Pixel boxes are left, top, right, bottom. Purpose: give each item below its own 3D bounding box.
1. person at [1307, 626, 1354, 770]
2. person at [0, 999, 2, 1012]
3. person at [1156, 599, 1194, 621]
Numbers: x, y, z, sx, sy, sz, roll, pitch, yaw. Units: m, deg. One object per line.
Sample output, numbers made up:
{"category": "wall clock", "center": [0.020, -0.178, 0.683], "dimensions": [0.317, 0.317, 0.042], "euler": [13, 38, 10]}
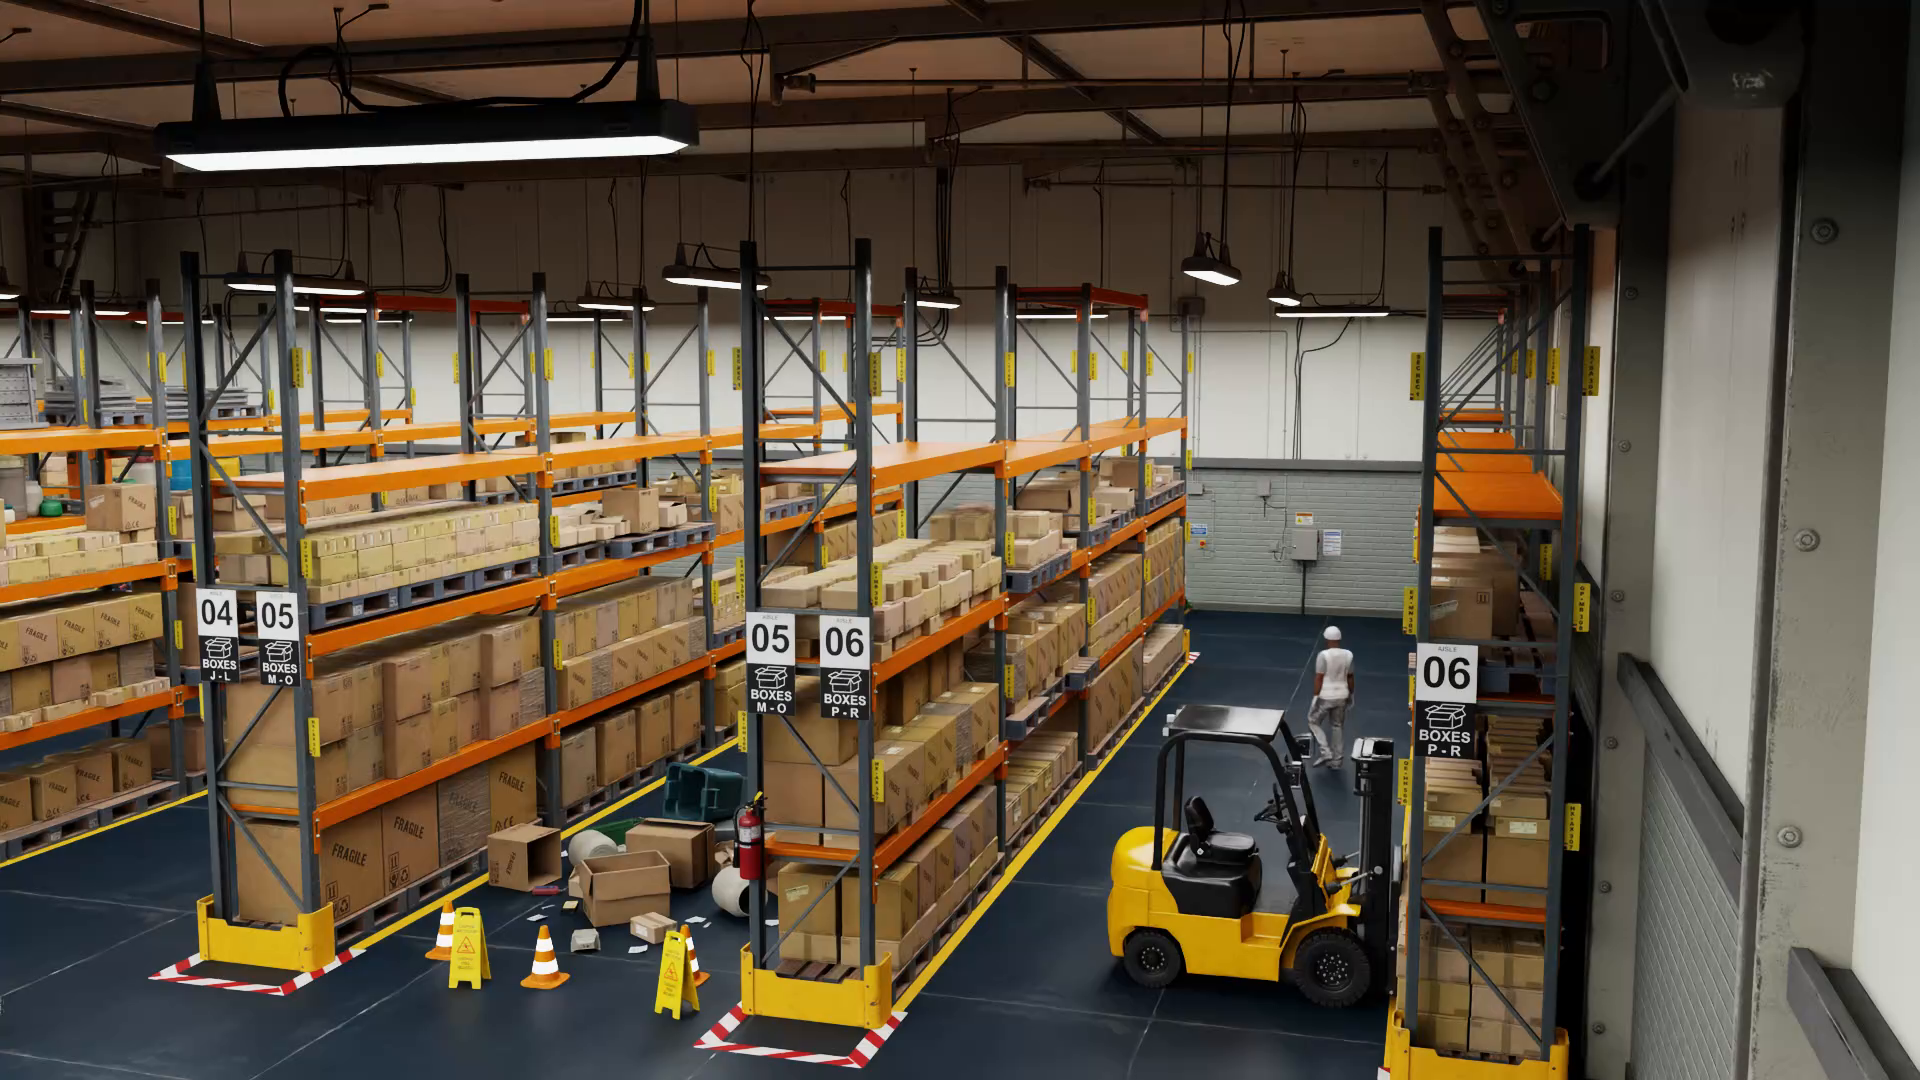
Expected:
{"category": "person", "center": [4.645, 1.968, 20.696], "dimensions": [0.609, 1.785, 0.467], "euler": [-2, 7, -20]}
{"category": "person", "center": [-7.574, 2.927, 12.343], "dimensions": [0.599, 1.731, 0.993], "euler": [2, 7, 21]}
{"category": "person", "center": [4.083, 0.687, 32.220], "dimensions": [1.019, 1.753, 0.497], "euler": [-1, 7, -13]}
